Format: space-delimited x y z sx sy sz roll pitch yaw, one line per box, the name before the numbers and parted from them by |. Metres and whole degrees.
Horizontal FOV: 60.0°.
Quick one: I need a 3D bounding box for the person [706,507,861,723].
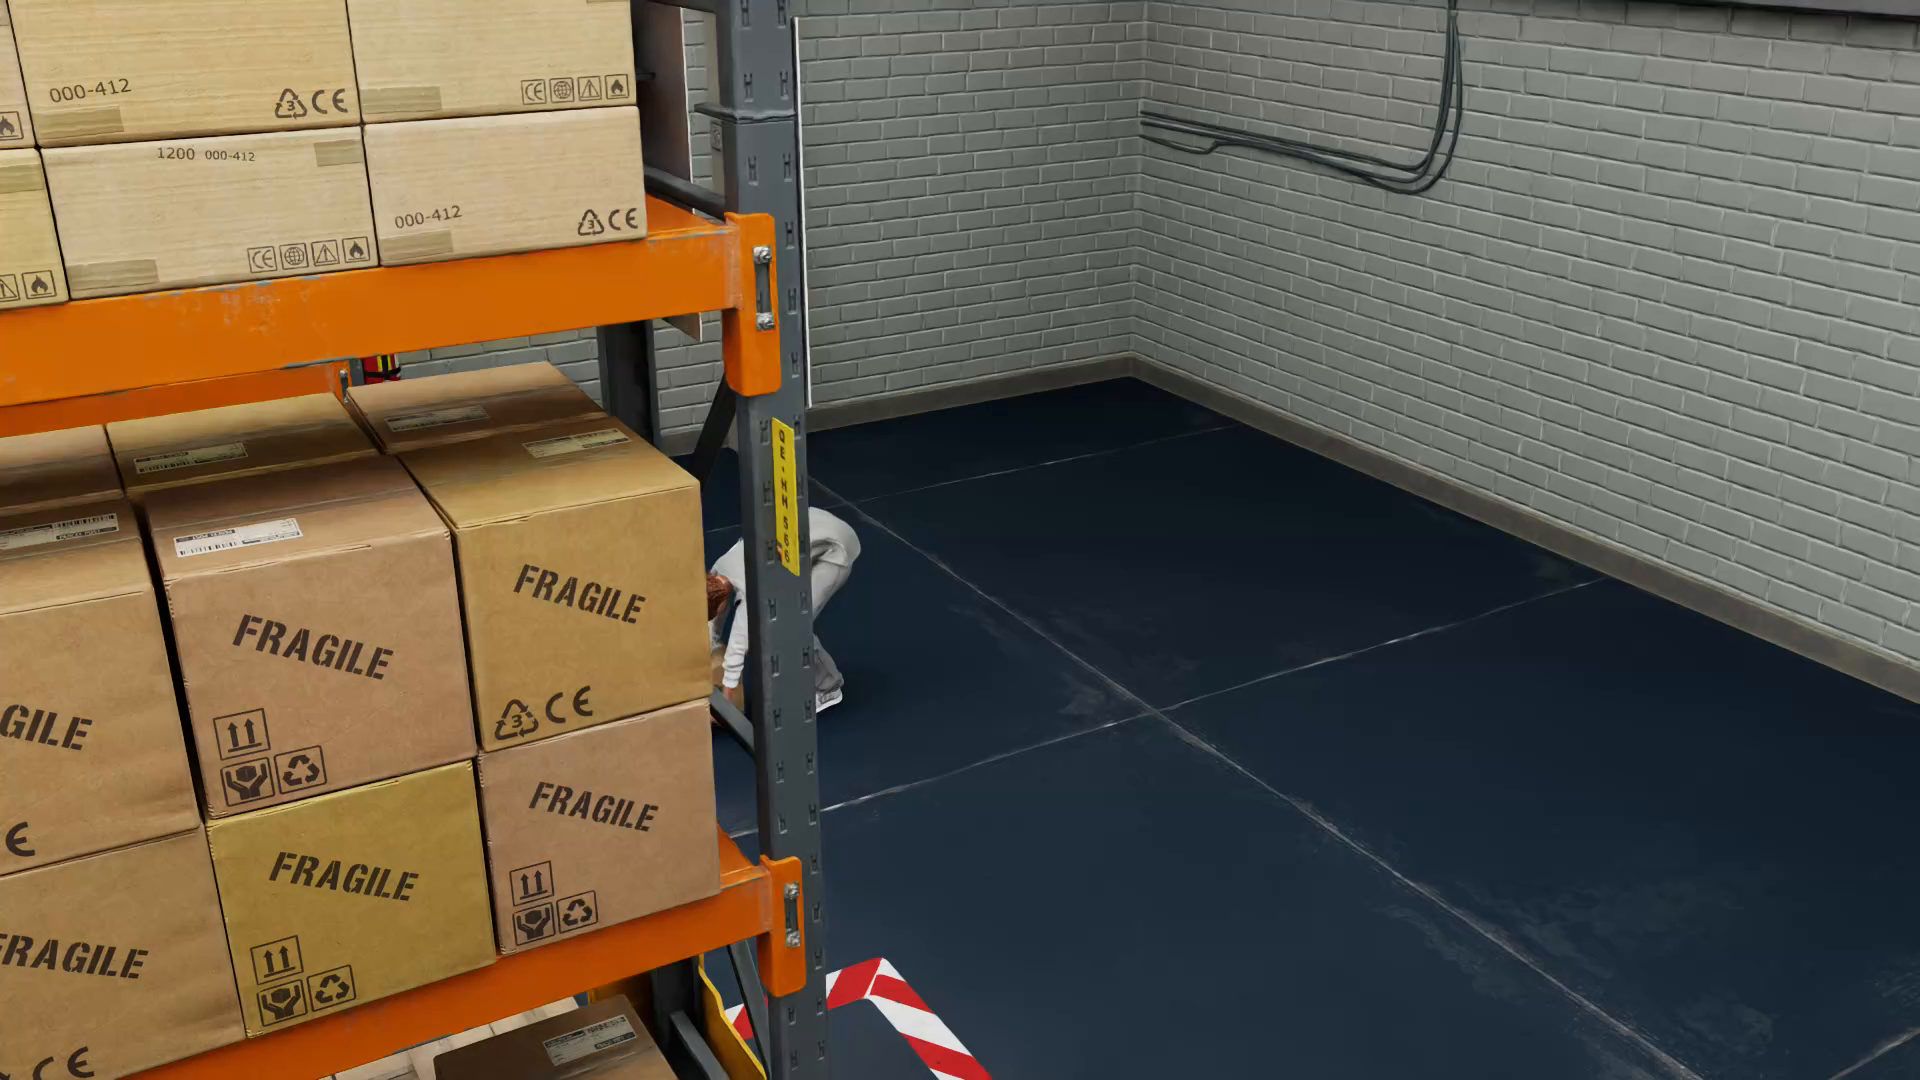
person | -0.825 0.333 7.210 0.855 0.898 0.420 -14 26 -31
